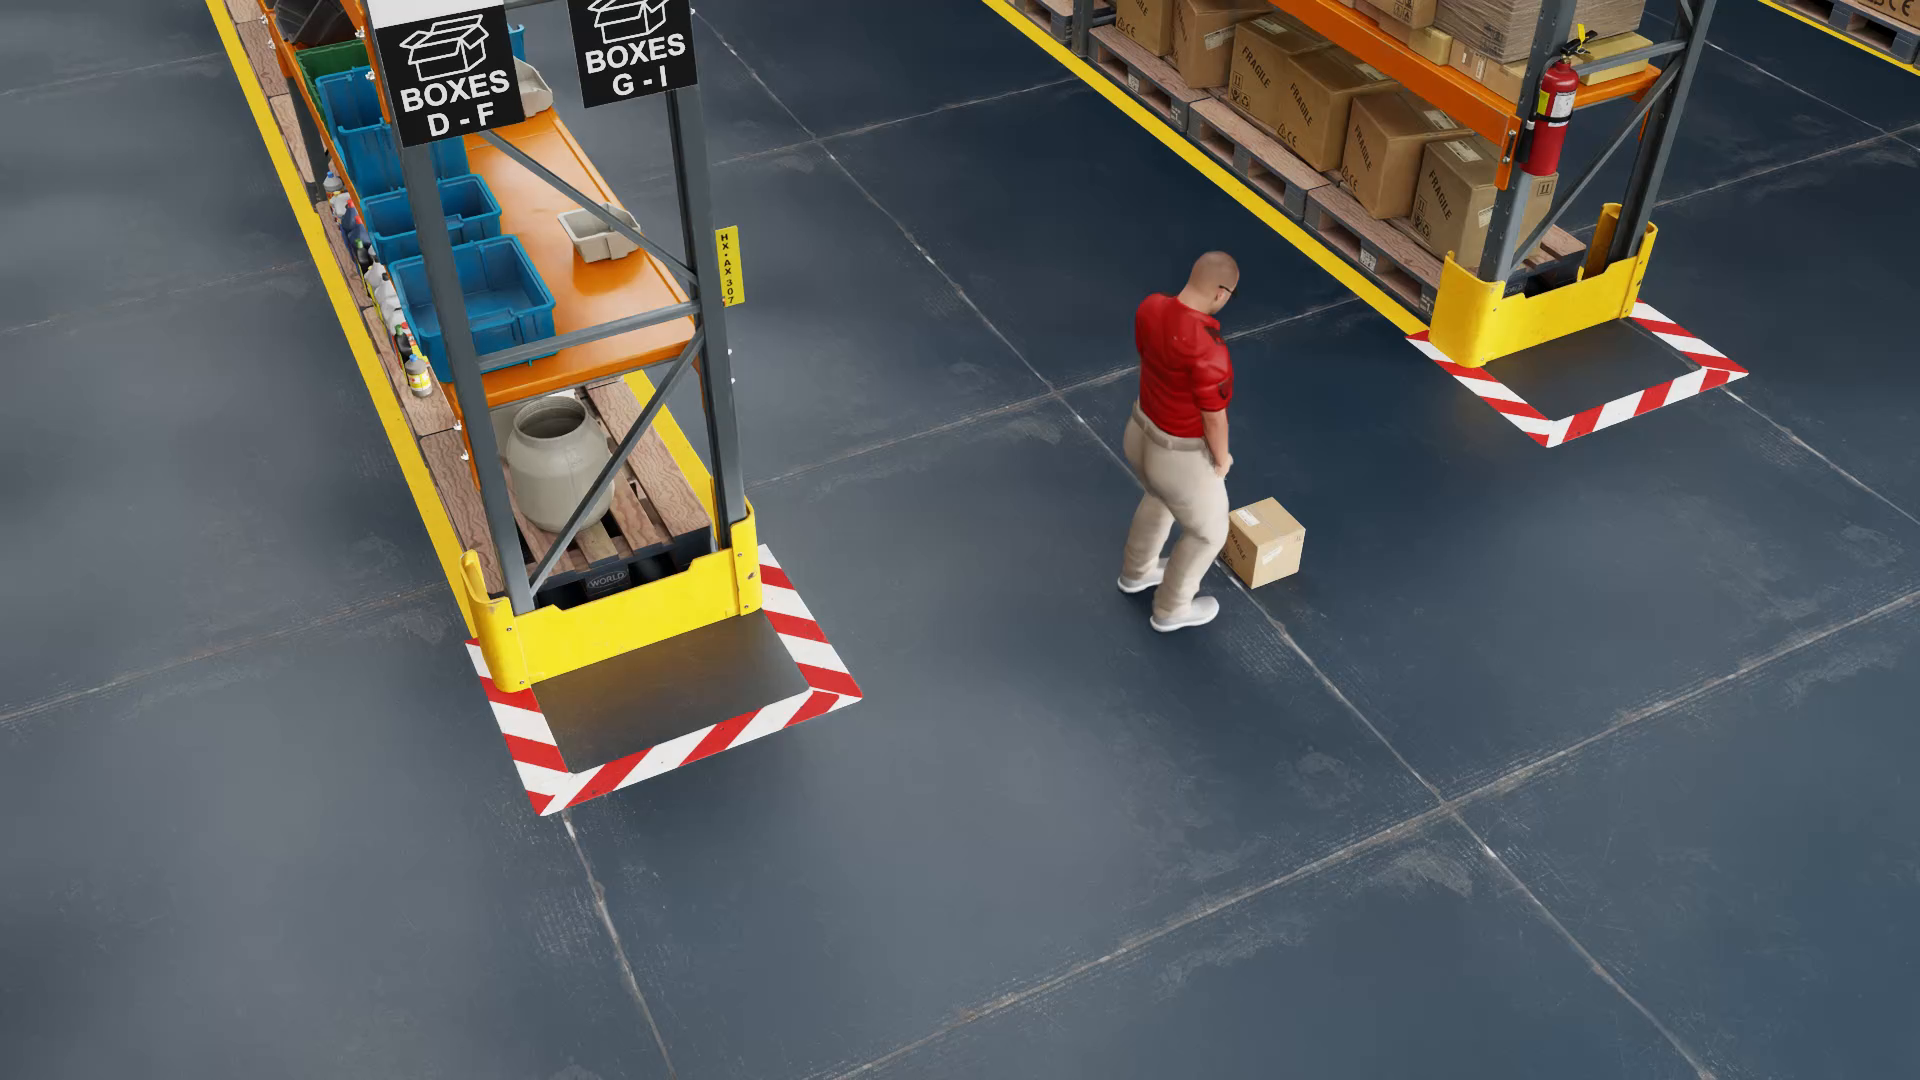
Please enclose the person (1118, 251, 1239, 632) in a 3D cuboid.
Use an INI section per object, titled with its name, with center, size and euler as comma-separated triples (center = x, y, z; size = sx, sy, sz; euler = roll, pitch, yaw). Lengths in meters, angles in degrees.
[person]
center = 0.890, -0.398, 6.671
size = 0.364, 1.687, 0.553
euler = -18, 44, -19
